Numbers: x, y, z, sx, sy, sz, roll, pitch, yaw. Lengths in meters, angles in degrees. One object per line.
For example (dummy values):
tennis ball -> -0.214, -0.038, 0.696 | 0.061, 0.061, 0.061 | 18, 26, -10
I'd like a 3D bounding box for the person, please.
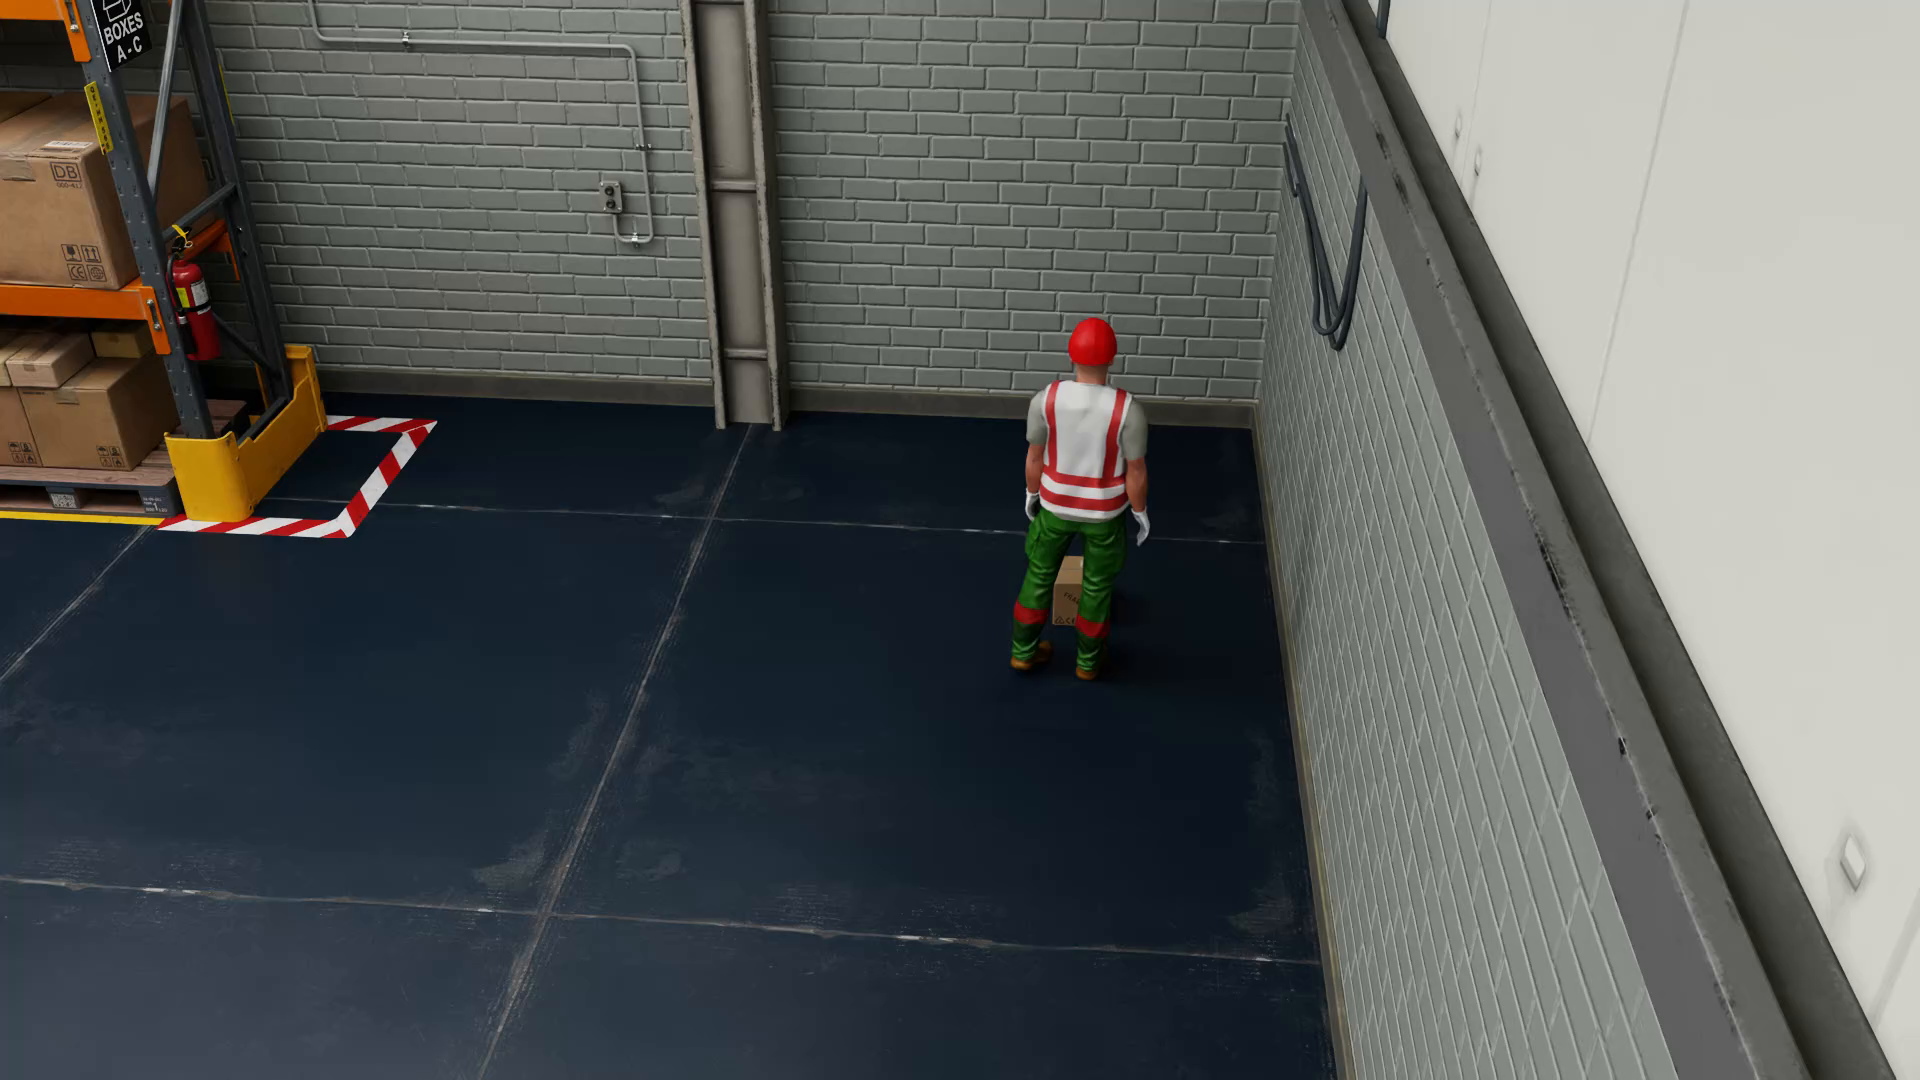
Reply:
person -> 0.552, -0.160, 7.370 | 0.606, 1.818, 0.391 | 8, 33, 12
